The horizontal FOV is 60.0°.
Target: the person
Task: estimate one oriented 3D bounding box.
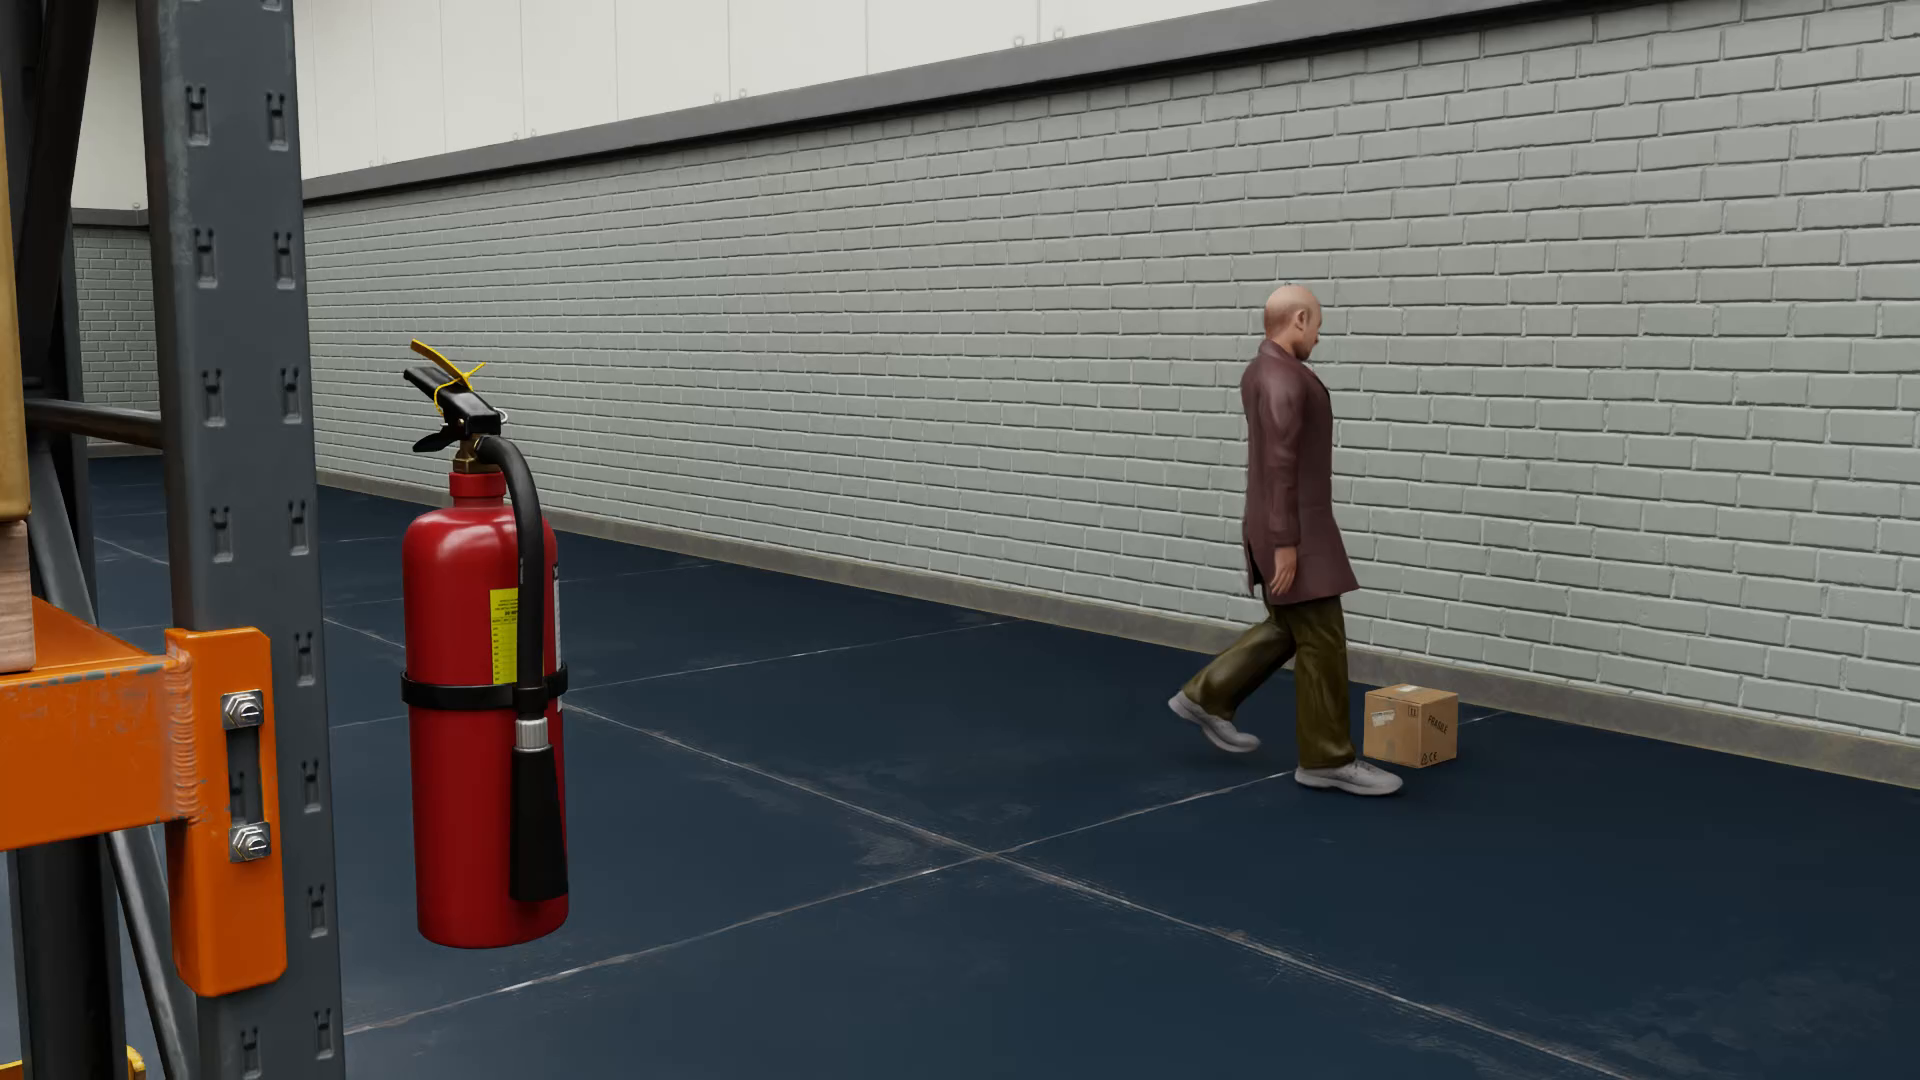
[{"bbox_3d":[1.164,-0.017,5.941,0.794,1.770,0.636,0,7,3],"label":"person"}]
